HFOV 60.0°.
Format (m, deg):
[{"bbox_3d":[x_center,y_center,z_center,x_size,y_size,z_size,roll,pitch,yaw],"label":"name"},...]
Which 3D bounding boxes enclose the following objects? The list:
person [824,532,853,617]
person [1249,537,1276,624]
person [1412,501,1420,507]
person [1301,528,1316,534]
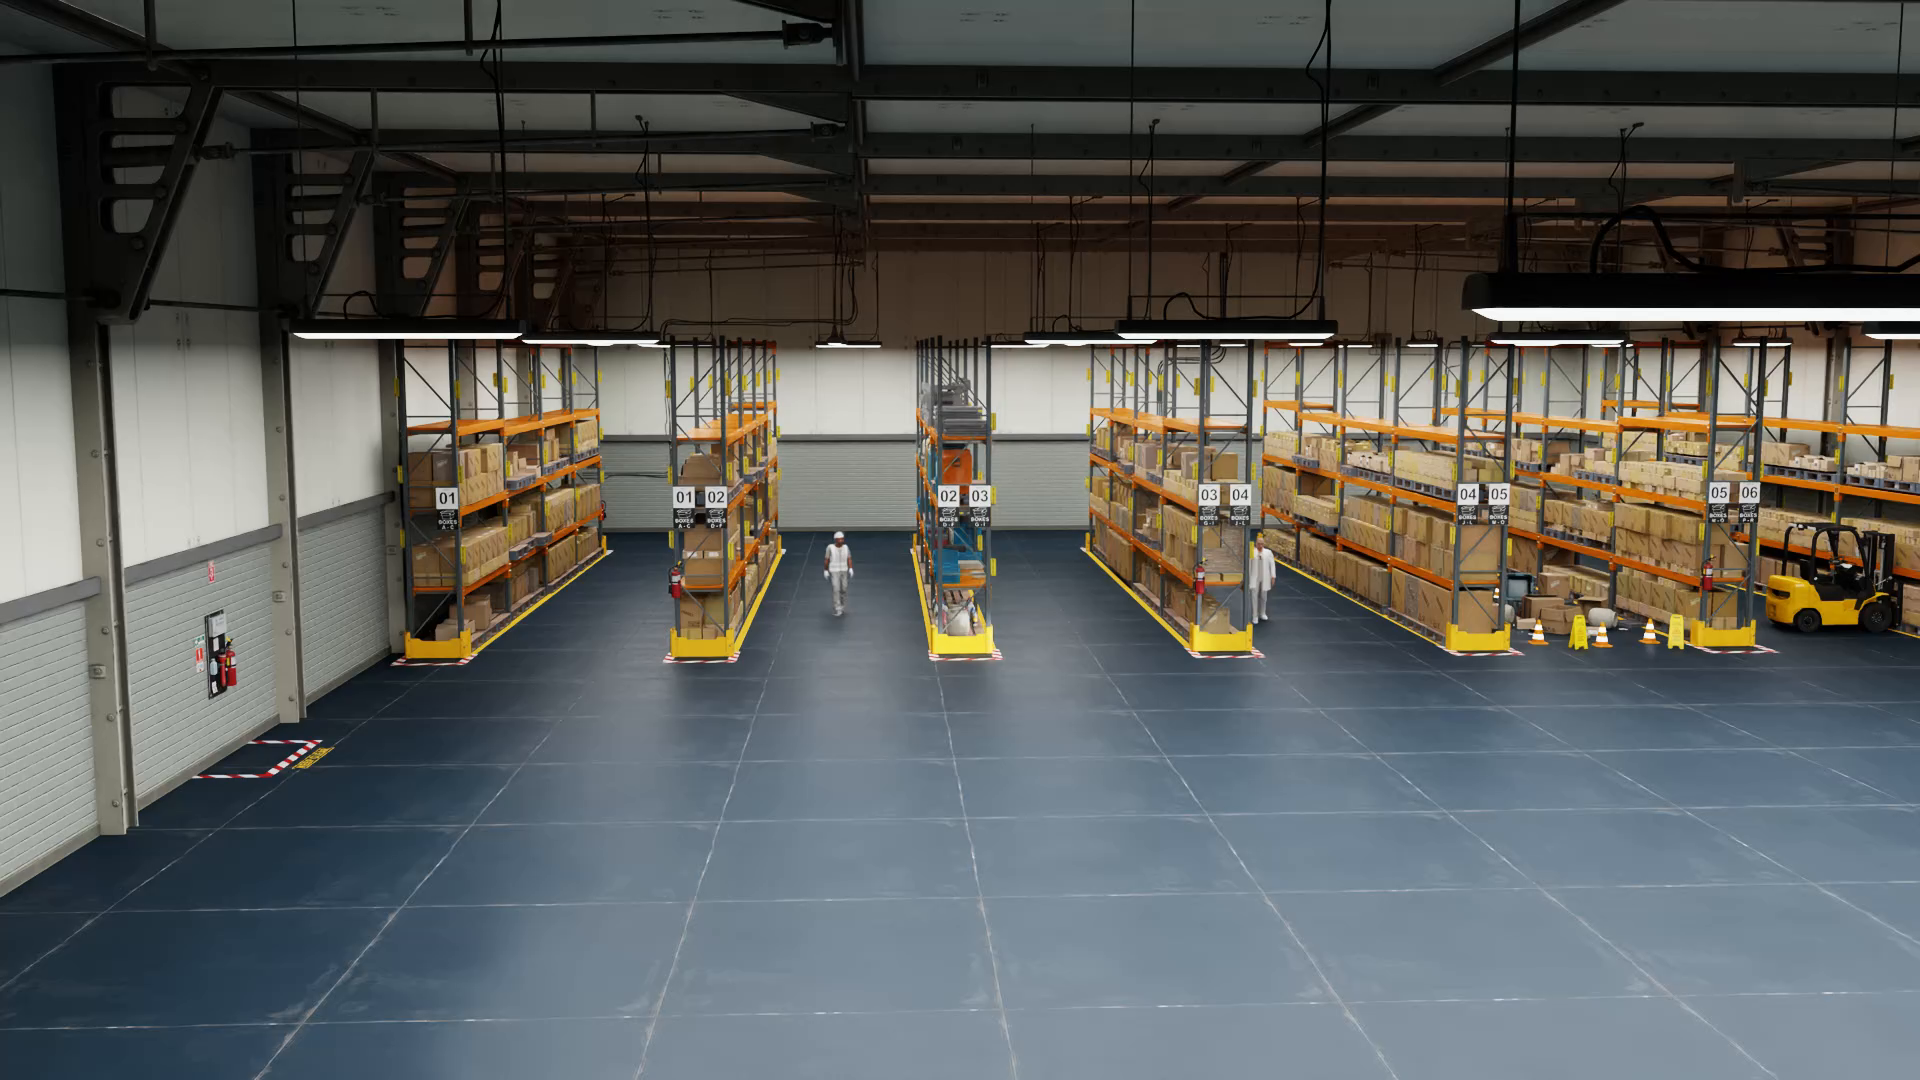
[{"bbox_3d":[-2.597,0.728,36.306,0.584,1.786,0.747,-3,7,-25],"label":"person"},{"bbox_3d":[6.378,0.859,35.263,0.626,1.830,0.638,1,7,7],"label":"person"},{"bbox_3d":[12.713,-0.327,46.157,0.518,1.646,0.578,-3,7,-27],"label":"person"},{"bbox_3d":[10.362,-0.693,49.065,0.783,1.724,0.554,1,7,13],"label":"person"}]
